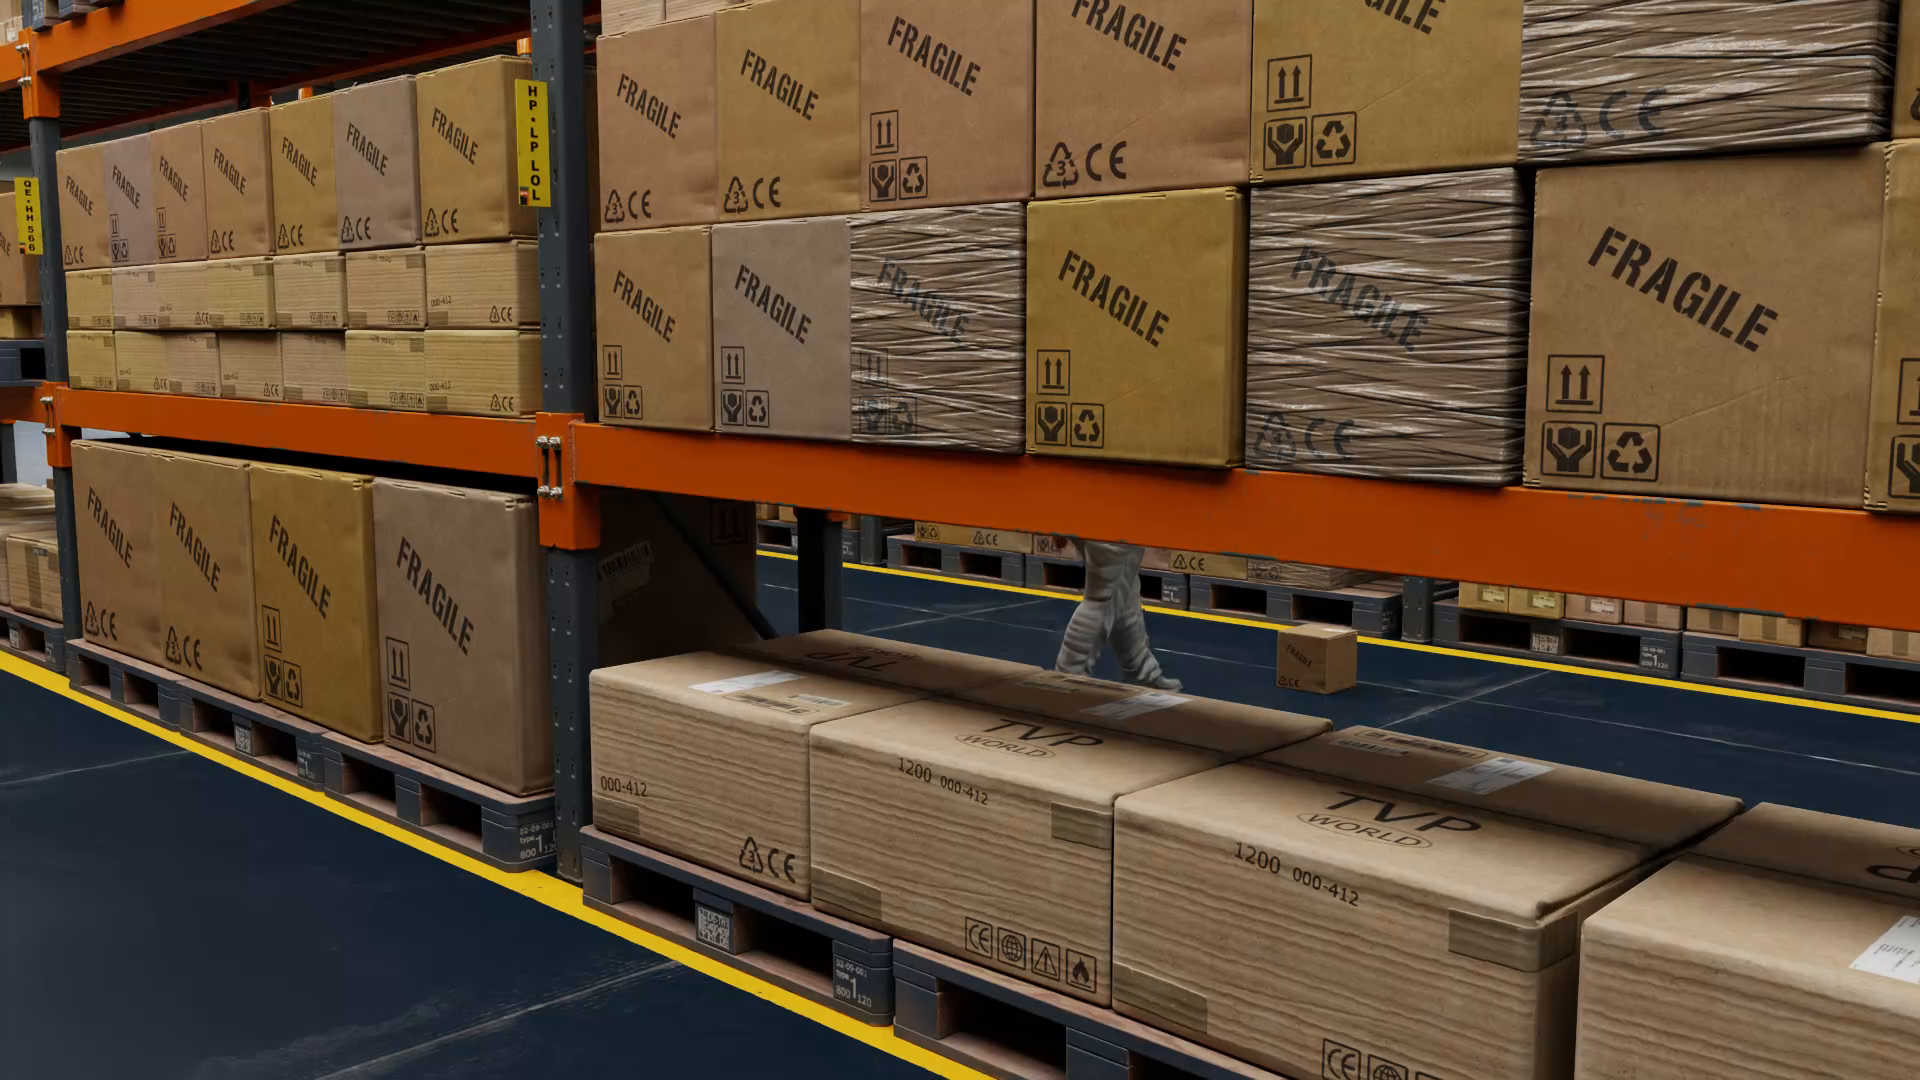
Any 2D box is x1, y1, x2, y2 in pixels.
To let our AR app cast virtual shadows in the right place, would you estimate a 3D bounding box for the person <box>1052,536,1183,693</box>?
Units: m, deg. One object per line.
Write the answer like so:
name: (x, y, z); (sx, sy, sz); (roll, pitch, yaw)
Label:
person: (0.673, -0.120, 6.581); (0.828, 1.628, 0.495); (-4, 8, -30)
